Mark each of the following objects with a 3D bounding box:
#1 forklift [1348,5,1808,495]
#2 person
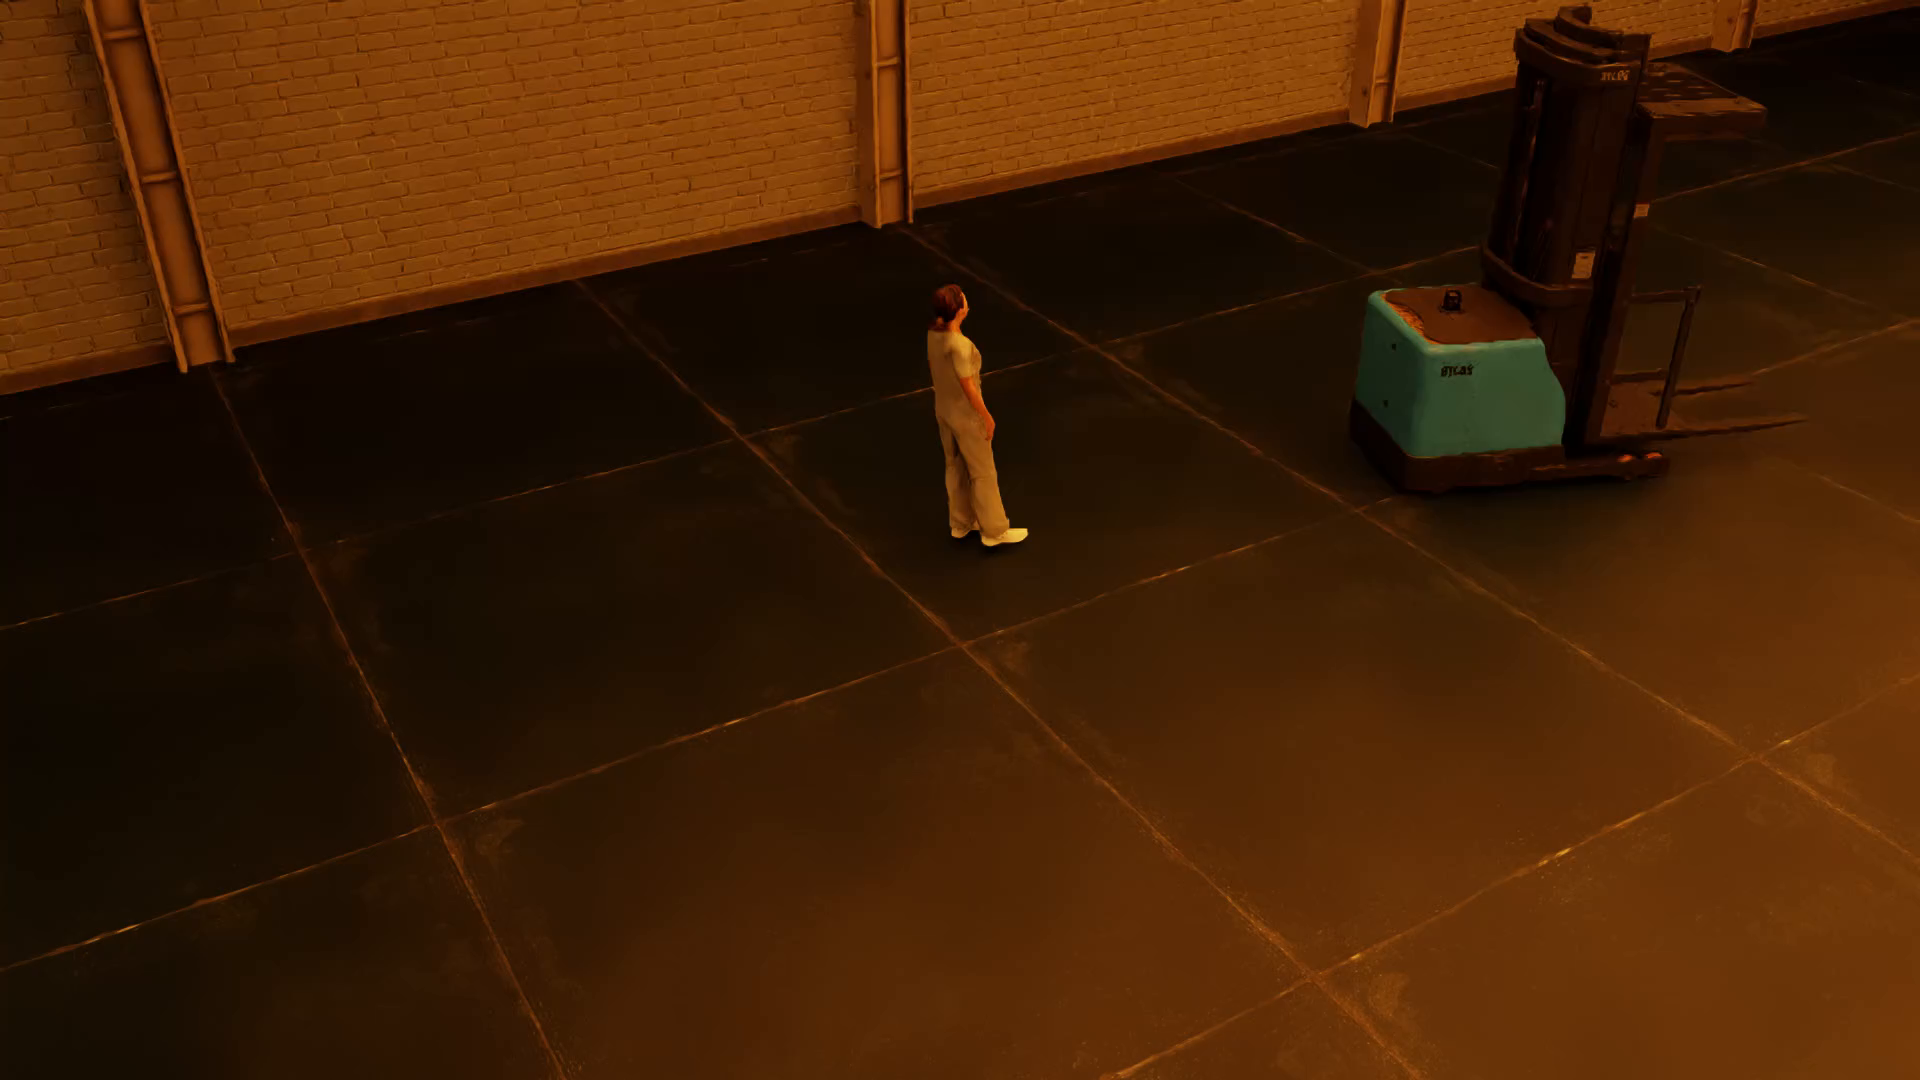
[{"bbox_3d":[4.301,-1.923,10.858,3.031,2.935,1.130,-6,31,-9],"label":"forklift"},{"bbox_3d":[0.069,-0.772,10.068,0.549,1.673,0.550,-17,35,-26],"label":"person"}]
